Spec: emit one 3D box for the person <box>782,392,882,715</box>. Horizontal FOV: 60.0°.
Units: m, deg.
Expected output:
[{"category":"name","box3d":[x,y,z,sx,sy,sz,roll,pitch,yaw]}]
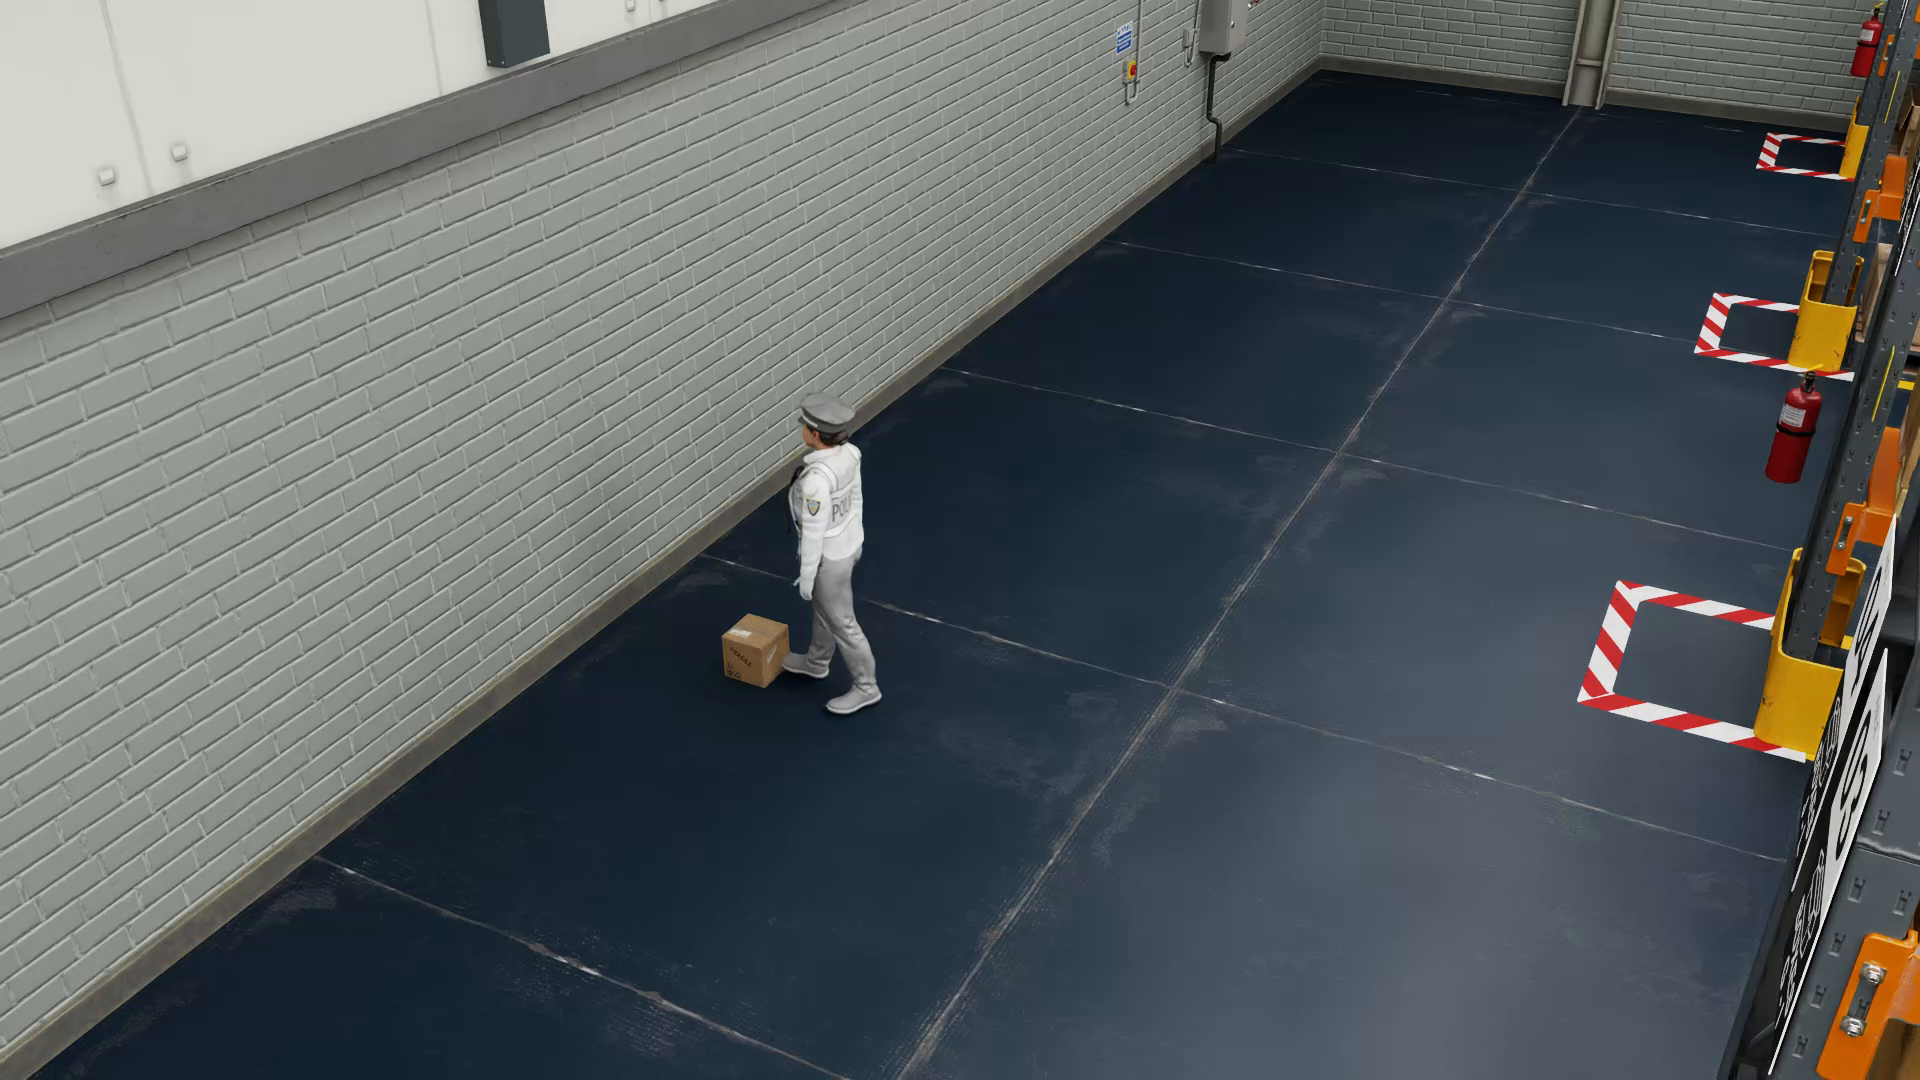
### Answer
[{"category":"person","box3d":[-0.699,0.060,8.148,0.628,1.672,0.509,9,31,15]}]
